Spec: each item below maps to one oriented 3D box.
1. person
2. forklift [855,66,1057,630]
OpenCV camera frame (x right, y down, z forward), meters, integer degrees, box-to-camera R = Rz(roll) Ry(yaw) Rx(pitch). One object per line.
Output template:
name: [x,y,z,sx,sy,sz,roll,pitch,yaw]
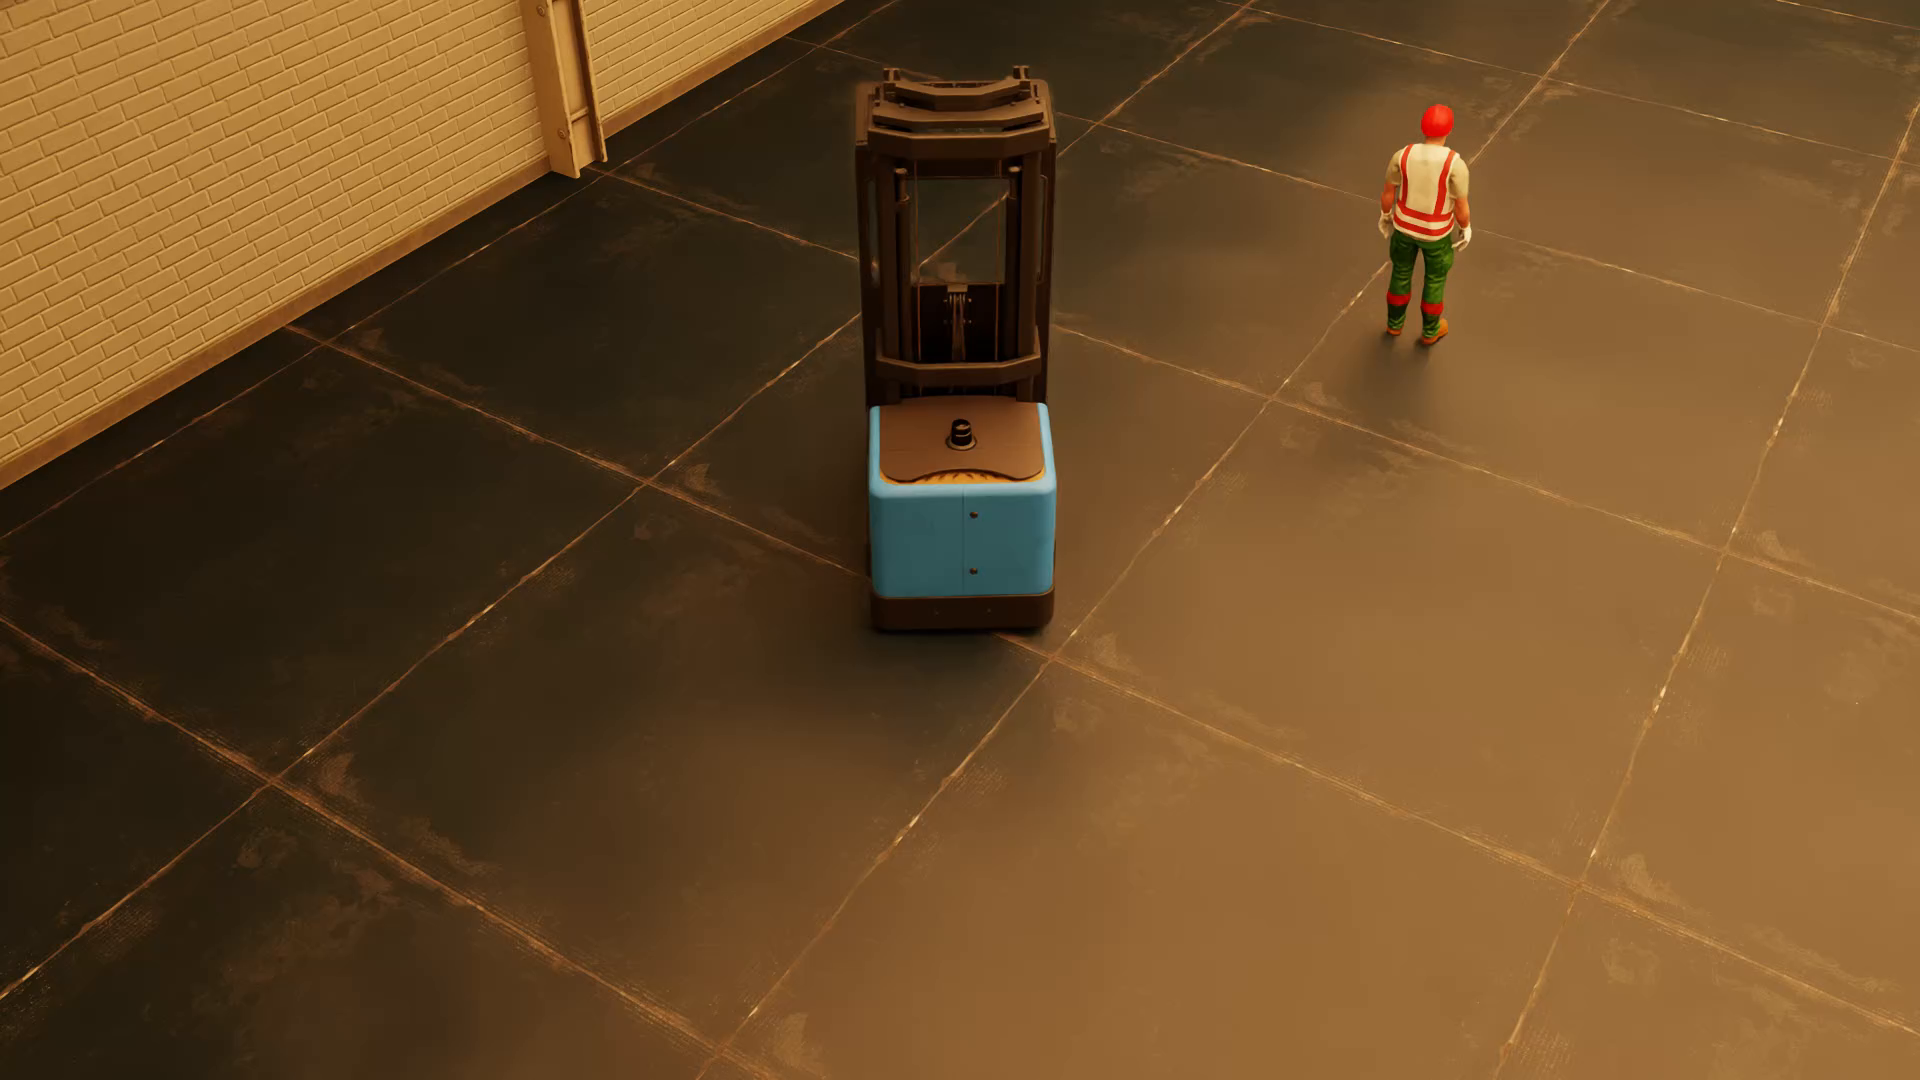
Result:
person: [3.204,-2.172,11.416,0.634,1.799,0.502,22,45,24]
forklift: [-0.033,-1.536,9.780,1.130,2.935,3.031,-1,40,-1]
